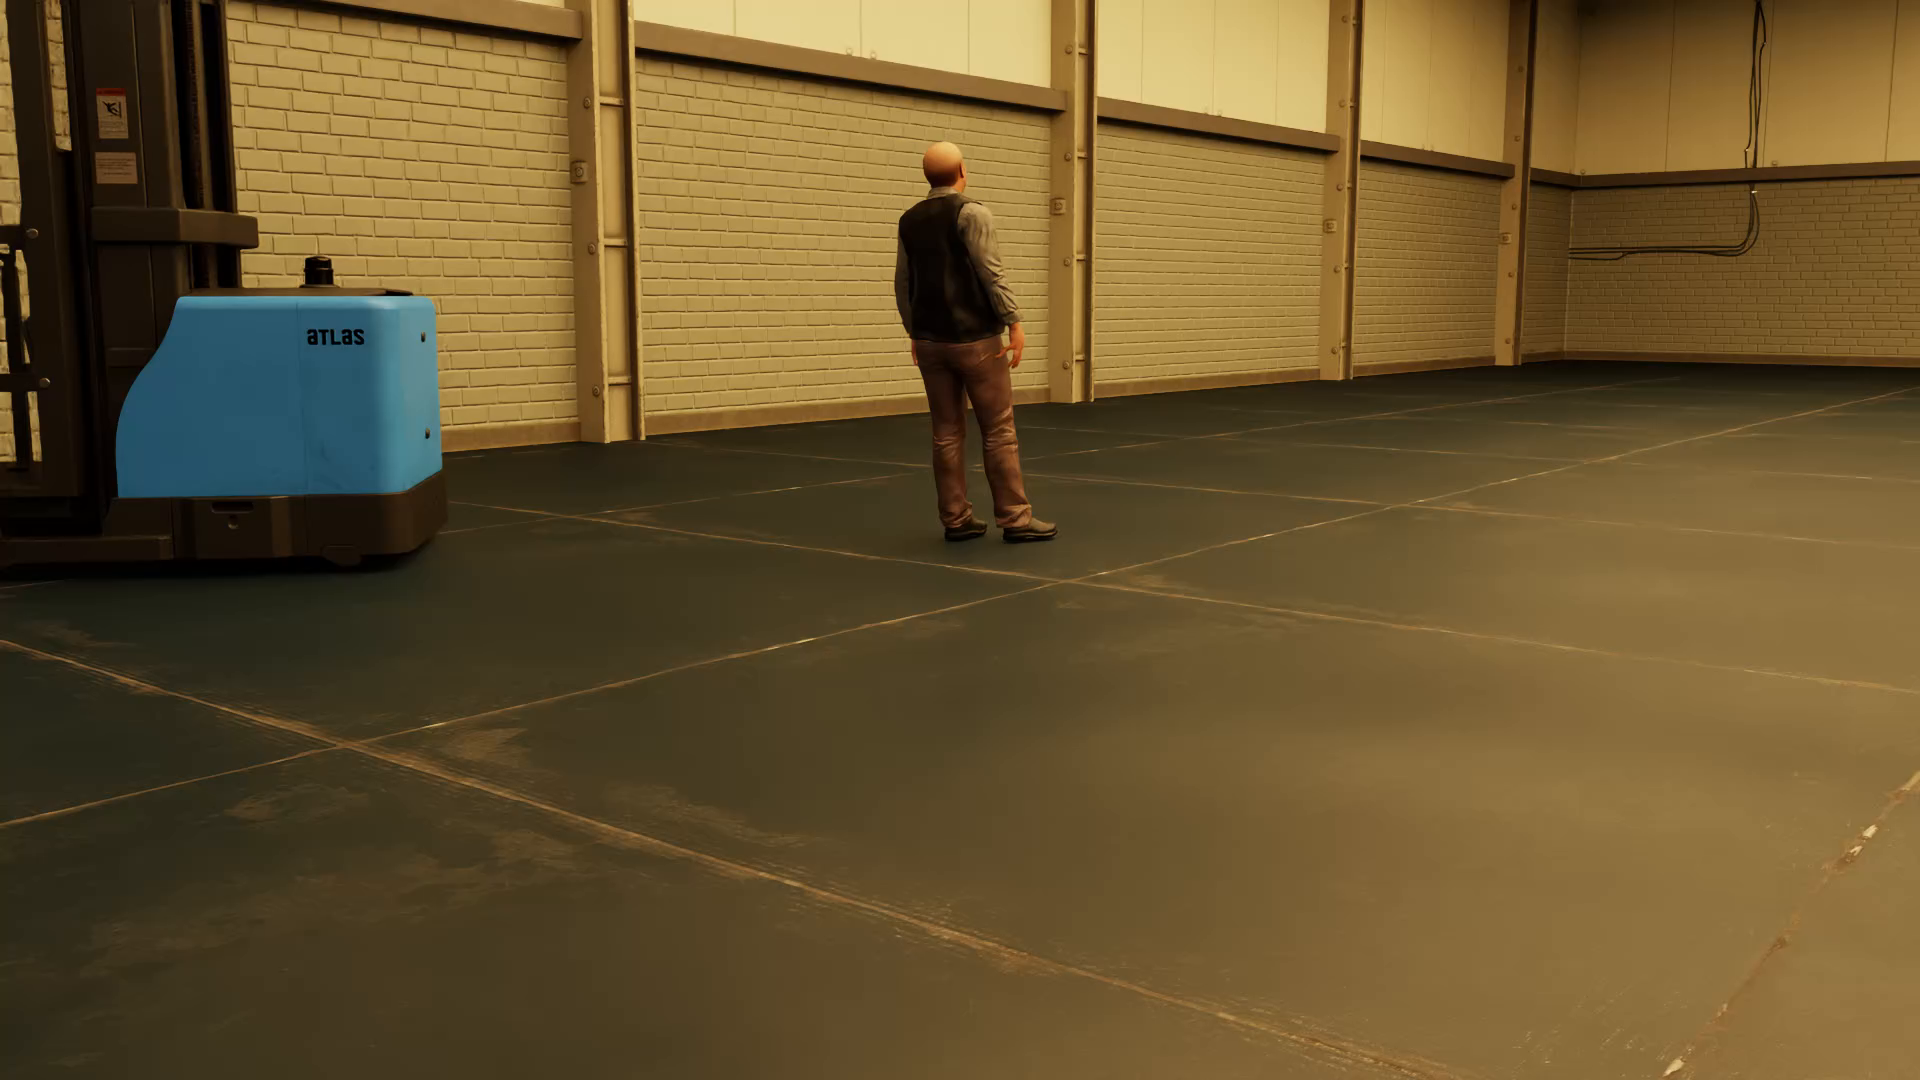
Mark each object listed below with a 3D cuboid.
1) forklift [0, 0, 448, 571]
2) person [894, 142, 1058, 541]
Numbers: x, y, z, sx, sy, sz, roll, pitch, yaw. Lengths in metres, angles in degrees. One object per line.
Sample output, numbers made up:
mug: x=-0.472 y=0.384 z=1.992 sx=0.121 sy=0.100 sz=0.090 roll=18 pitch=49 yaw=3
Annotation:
forklift: x=-3.737 y=-1.367 z=6.627 sx=3.031 sy=2.935 sz=1.130 roll=-1 pitch=8 yaw=-8
person: x=0.045 y=-0.865 z=7.323 sx=0.633 sy=1.722 sz=0.566 roll=7 pitch=11 yaw=38
